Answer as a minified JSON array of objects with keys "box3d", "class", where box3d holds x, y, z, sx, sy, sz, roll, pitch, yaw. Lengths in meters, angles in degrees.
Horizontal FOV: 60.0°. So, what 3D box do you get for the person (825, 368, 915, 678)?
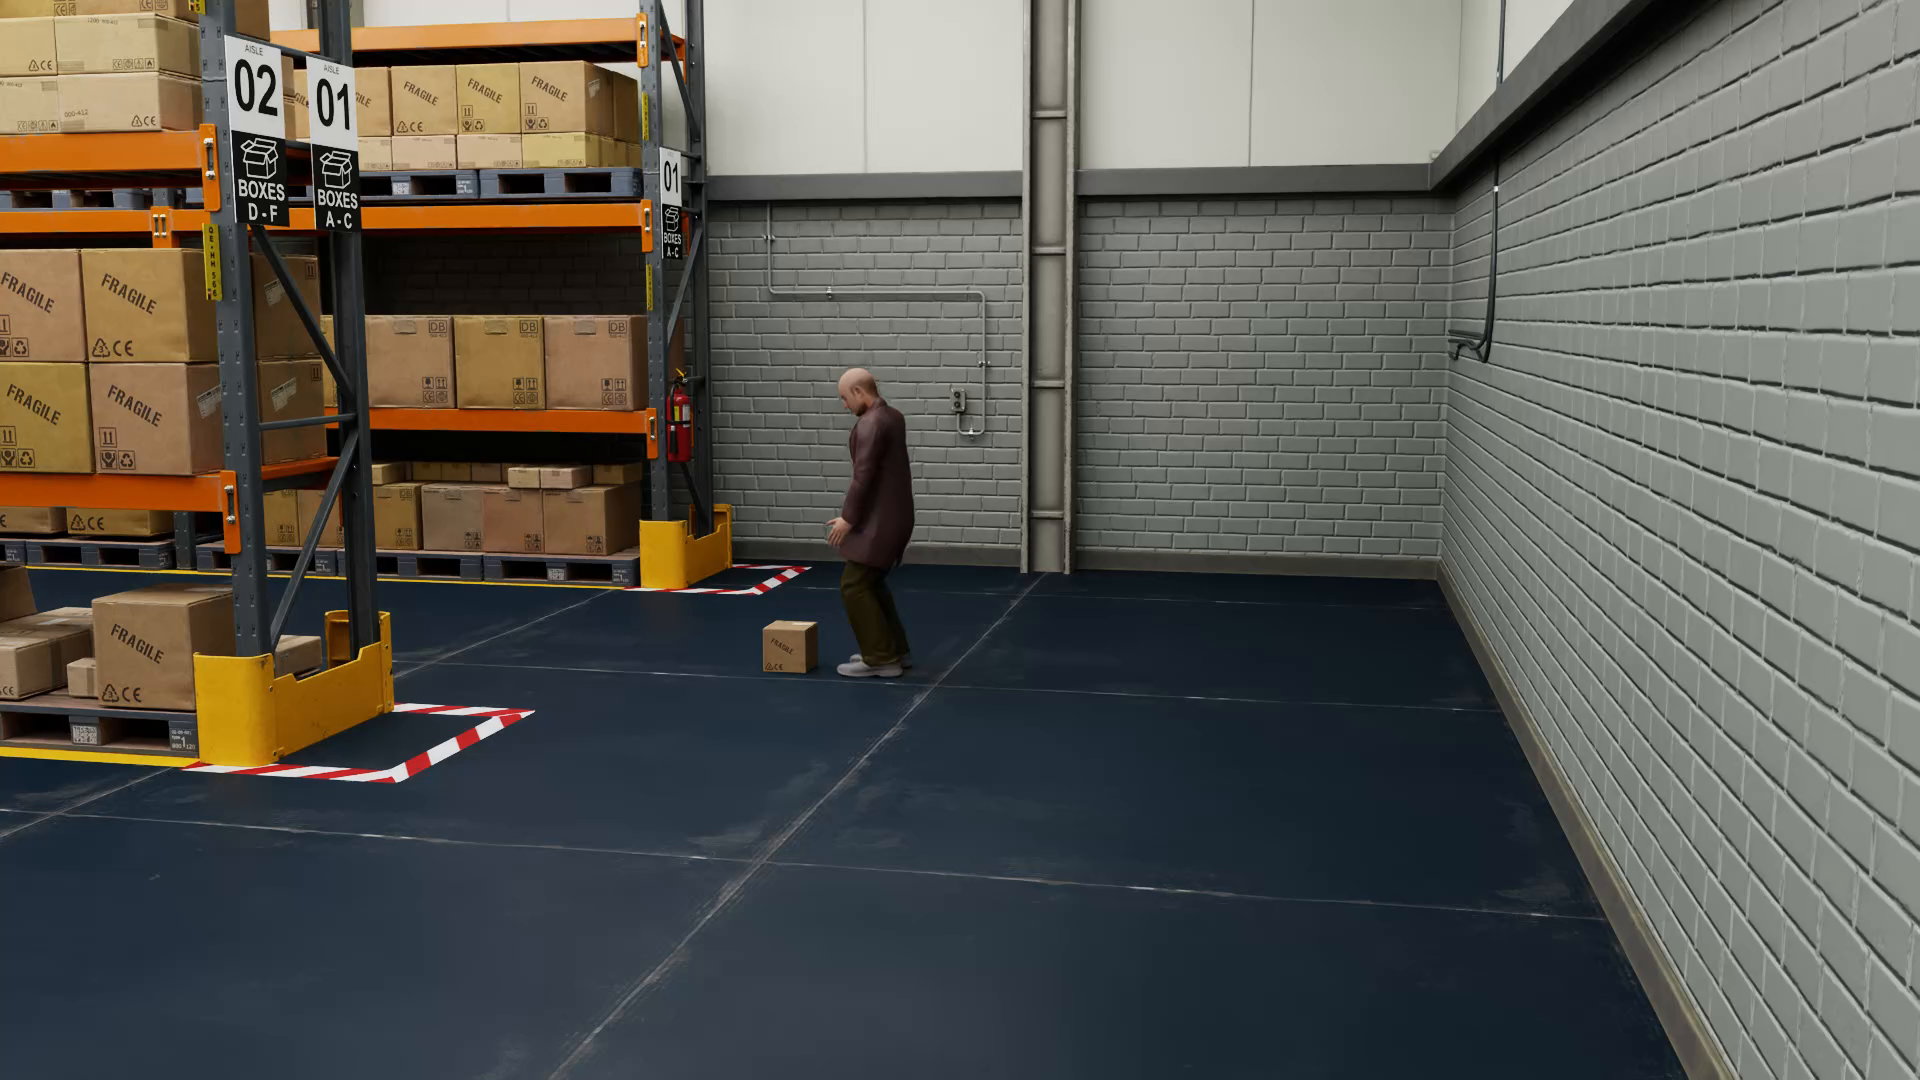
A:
[{"box3d":[-0.488,-0.094,9.311,0.432,1.718,0.591,2,8,13],"class":"person"}]
